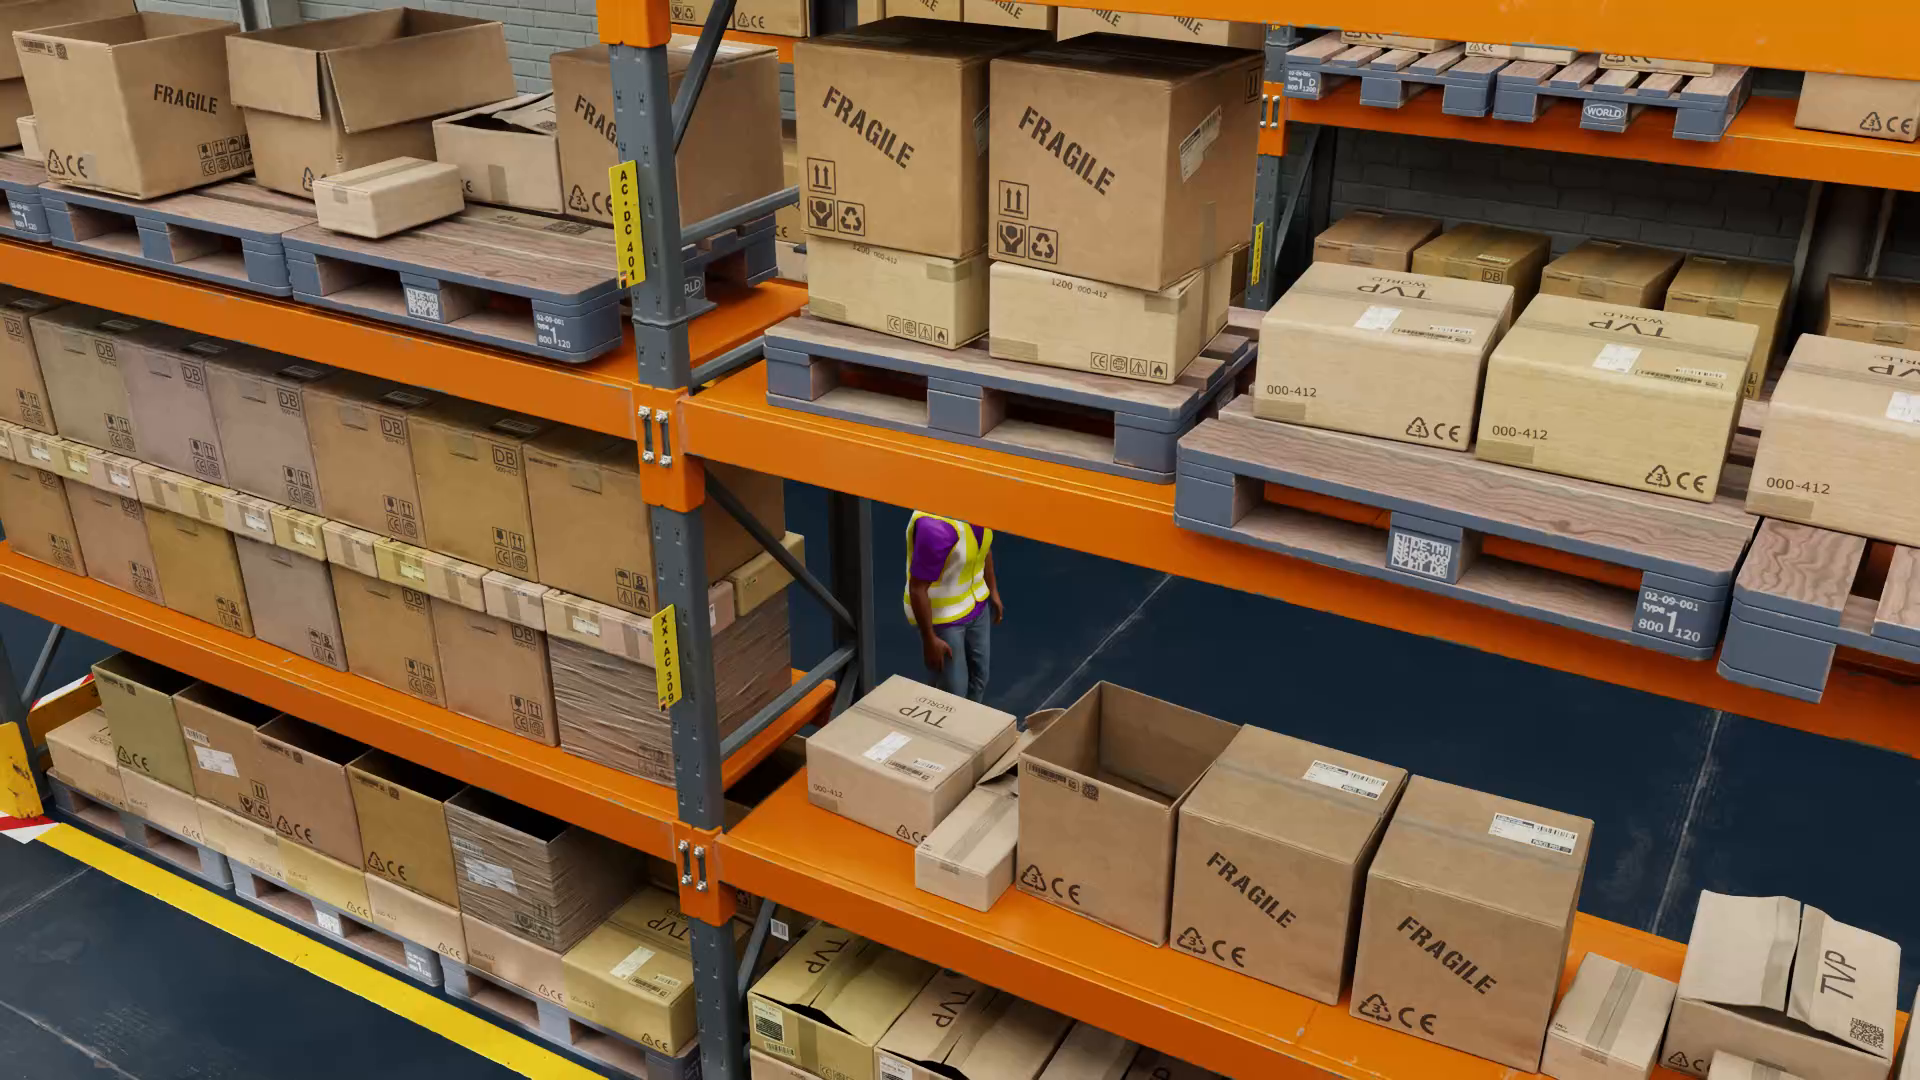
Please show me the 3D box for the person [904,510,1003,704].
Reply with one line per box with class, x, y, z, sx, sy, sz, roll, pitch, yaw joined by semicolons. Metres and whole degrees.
person;-0.005;0.333;7.494;0.456;1.761;0.627;14;30;27
